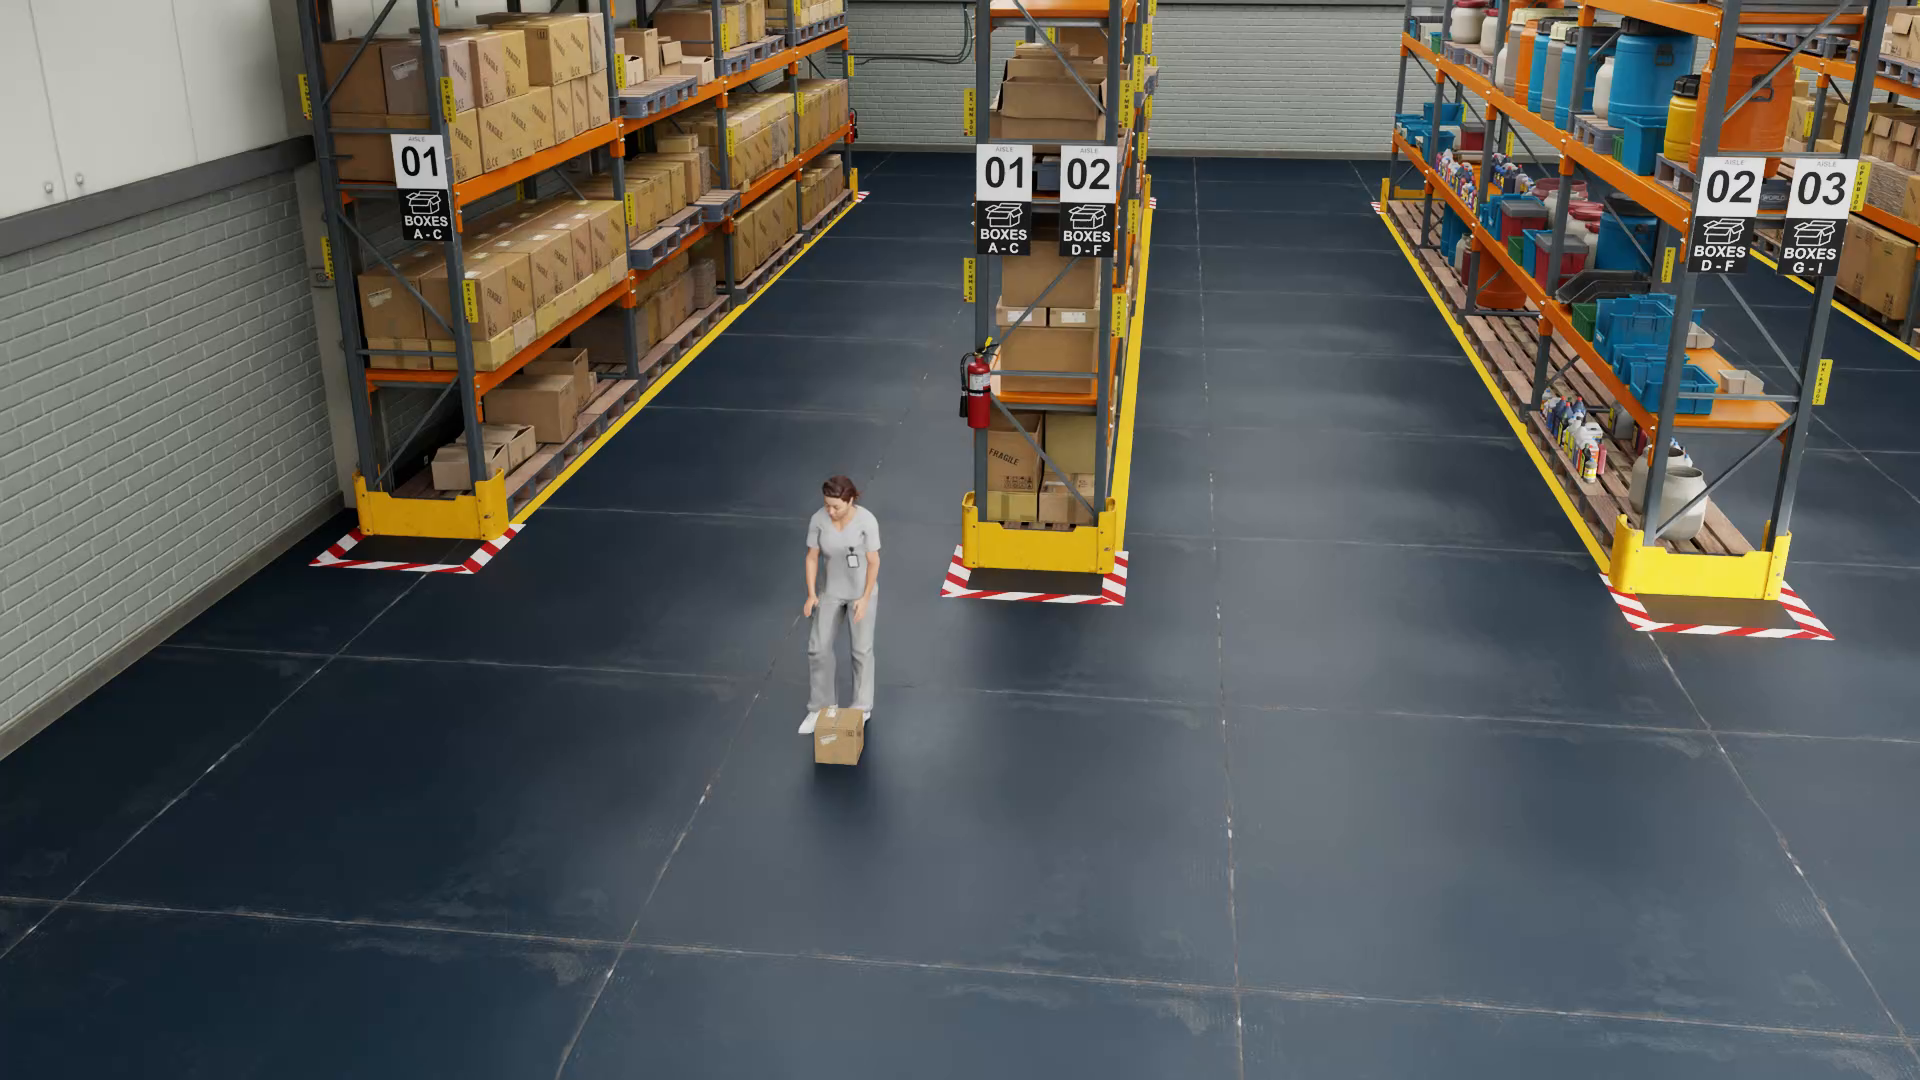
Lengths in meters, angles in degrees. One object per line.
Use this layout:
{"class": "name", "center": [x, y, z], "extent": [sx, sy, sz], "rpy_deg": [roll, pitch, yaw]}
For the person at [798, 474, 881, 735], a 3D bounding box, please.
{"class": "person", "center": [-0.735, 0.388, 10.096], "extent": [0.503, 1.694, 0.496], "rpy_deg": [5, 22, 12]}
